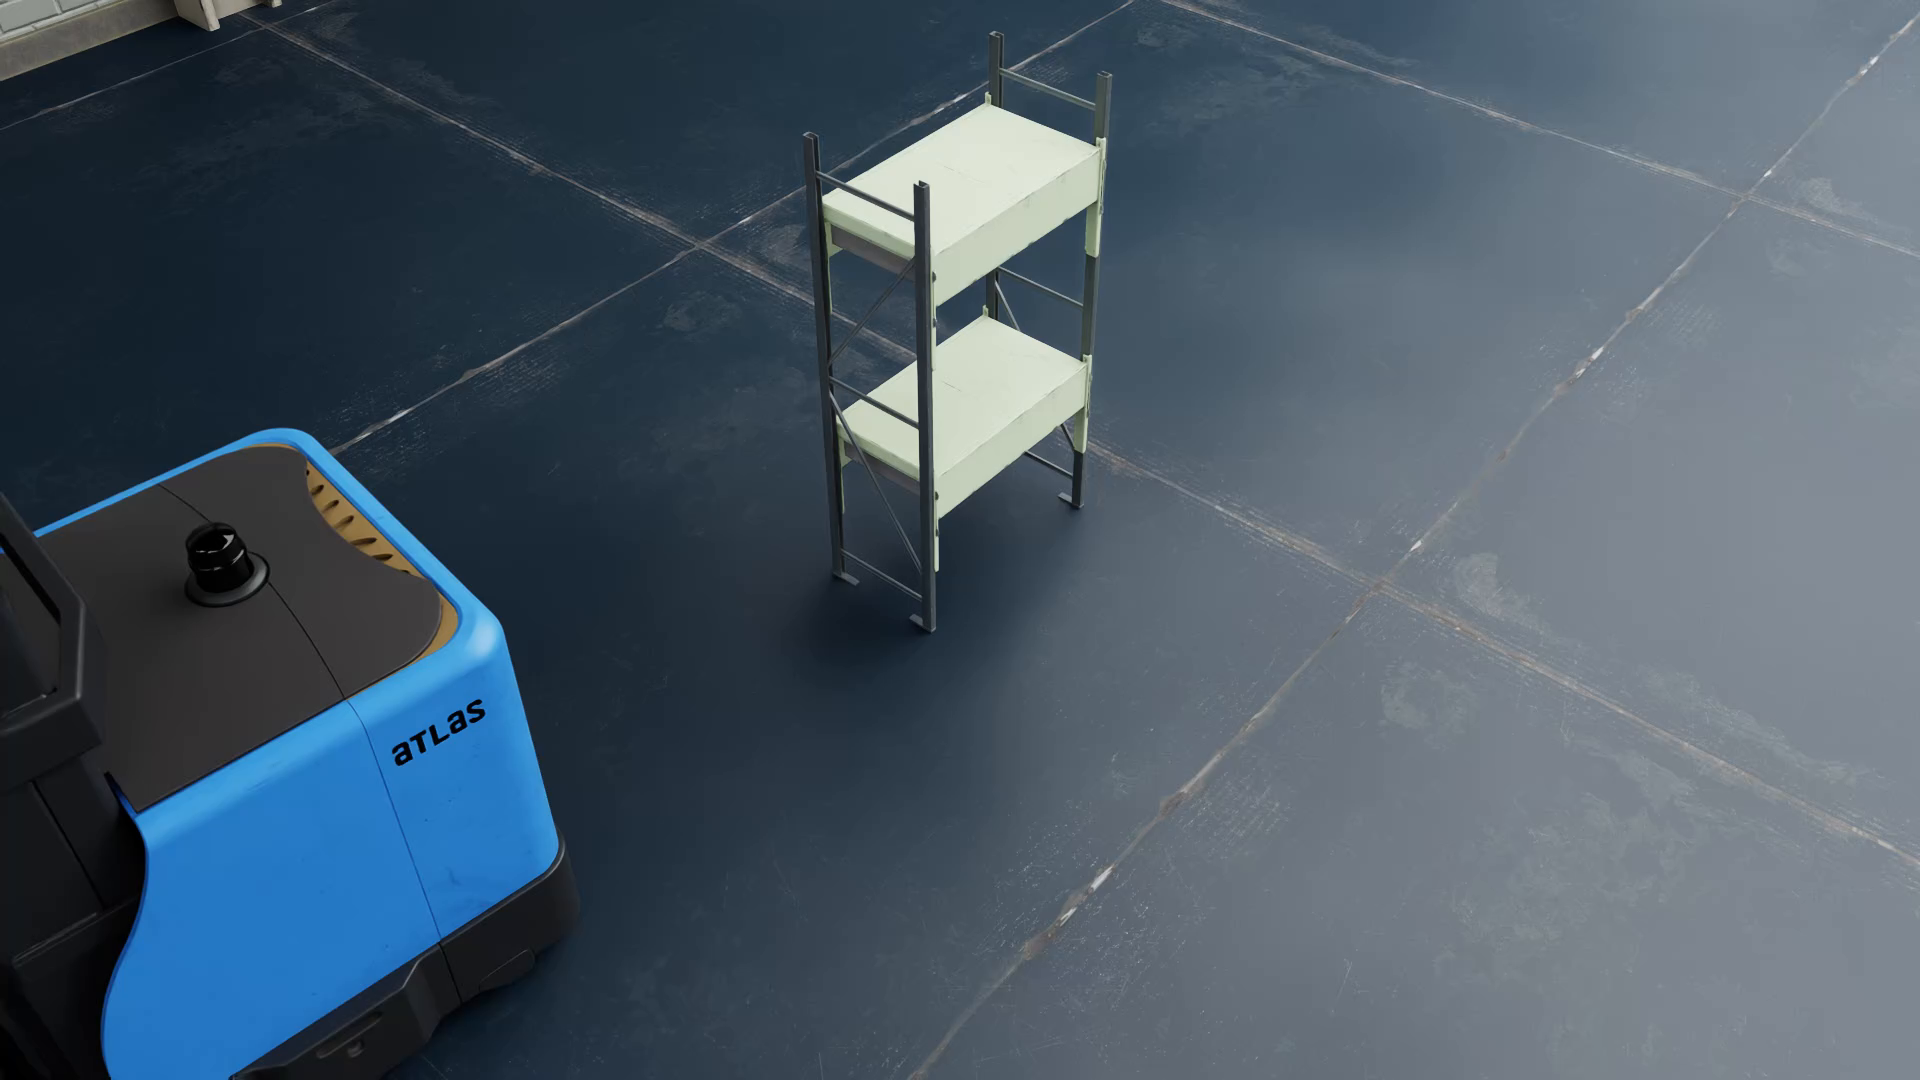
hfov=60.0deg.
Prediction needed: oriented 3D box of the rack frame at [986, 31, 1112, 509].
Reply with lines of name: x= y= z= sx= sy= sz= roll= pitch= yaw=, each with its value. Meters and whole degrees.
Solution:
rack frame: x=0.240 y=-0.747 z=4.957 sx=0.400 sy=1.500 sz=0.023 roll=29 pitch=50 yaw=28

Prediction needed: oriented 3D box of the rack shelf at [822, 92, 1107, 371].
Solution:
rack shelf: x=0.004 y=-0.847 z=4.487 sx=0.431 sy=0.370 sz=0.720 roll=29 pitch=50 yaw=28

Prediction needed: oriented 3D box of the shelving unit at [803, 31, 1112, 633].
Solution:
shelving unit: x=0.004 y=-0.558 z=4.749 sx=0.431 sy=1.500 sz=0.755 roll=29 pitch=50 yaw=28

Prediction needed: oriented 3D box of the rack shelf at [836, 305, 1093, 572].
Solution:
rack shelf: x=0.004 y=-0.317 z=4.969 sx=0.431 sy=0.370 sz=0.720 roll=29 pitch=50 yaw=28

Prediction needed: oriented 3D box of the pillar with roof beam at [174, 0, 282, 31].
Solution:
pillar with roof beam: x=-0.263 y=-4.053 z=3.018 sx=9.100 sy=9.000 sz=0.400 roll=29 pitch=50 yaw=28

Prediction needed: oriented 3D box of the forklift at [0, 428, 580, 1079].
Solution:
forklift: x=-2.368 y=0.327 z=2.711 sx=3.031 sy=2.935 sz=1.130 roll=-32 pitch=51 yaw=-30

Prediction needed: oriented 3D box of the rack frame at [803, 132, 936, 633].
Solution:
rack frame: x=-0.231 y=-0.370 z=4.542 sx=0.400 sy=1.500 sz=0.023 roll=29 pitch=50 yaw=28
